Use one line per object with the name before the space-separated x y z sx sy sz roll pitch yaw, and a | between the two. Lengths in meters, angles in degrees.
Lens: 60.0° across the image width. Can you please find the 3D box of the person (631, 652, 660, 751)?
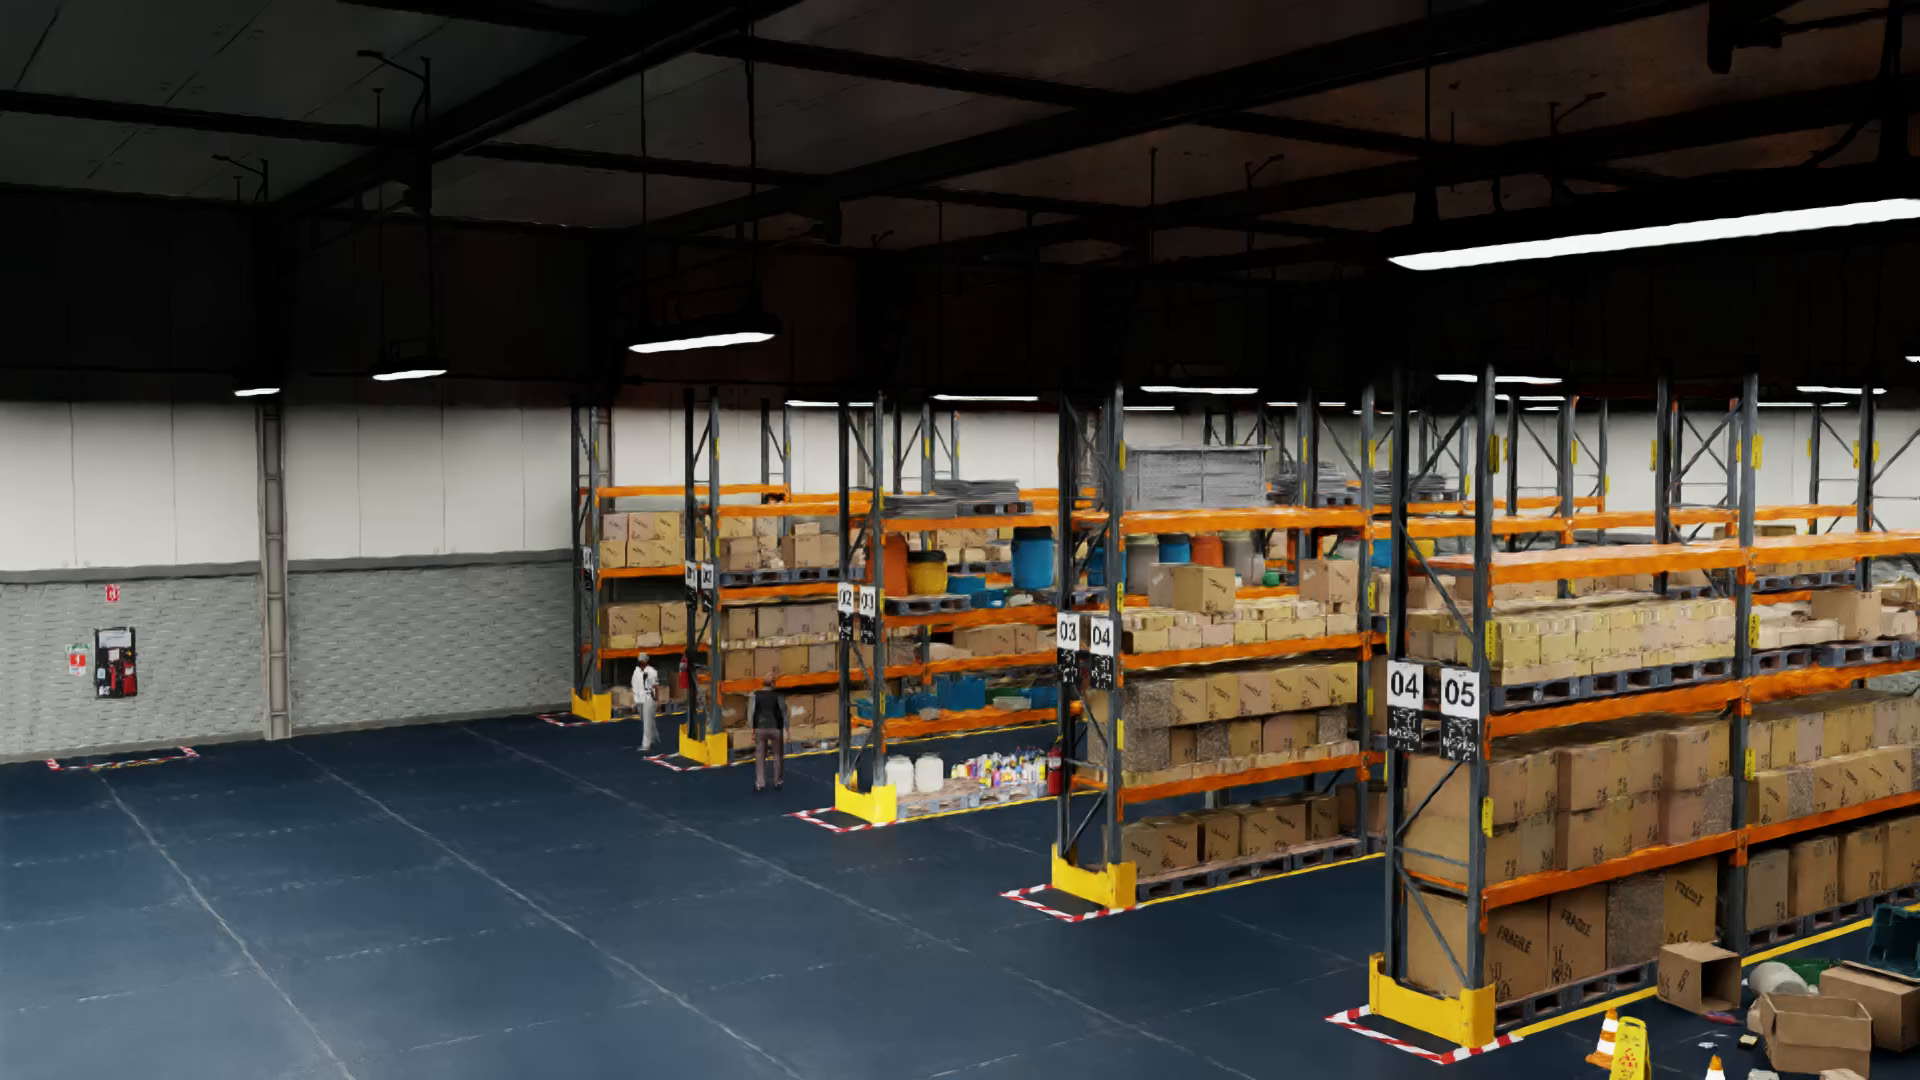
person | -5.257 2.675 27.789 0.598 1.624 0.913 2 4 32

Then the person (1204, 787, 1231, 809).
person | 3.513 2.970 22.331 0.441 1.675 0.496 2 4 24

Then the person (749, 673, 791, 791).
person | -2.806 2.816 24.561 0.615 1.722 0.555 0 3 -5
